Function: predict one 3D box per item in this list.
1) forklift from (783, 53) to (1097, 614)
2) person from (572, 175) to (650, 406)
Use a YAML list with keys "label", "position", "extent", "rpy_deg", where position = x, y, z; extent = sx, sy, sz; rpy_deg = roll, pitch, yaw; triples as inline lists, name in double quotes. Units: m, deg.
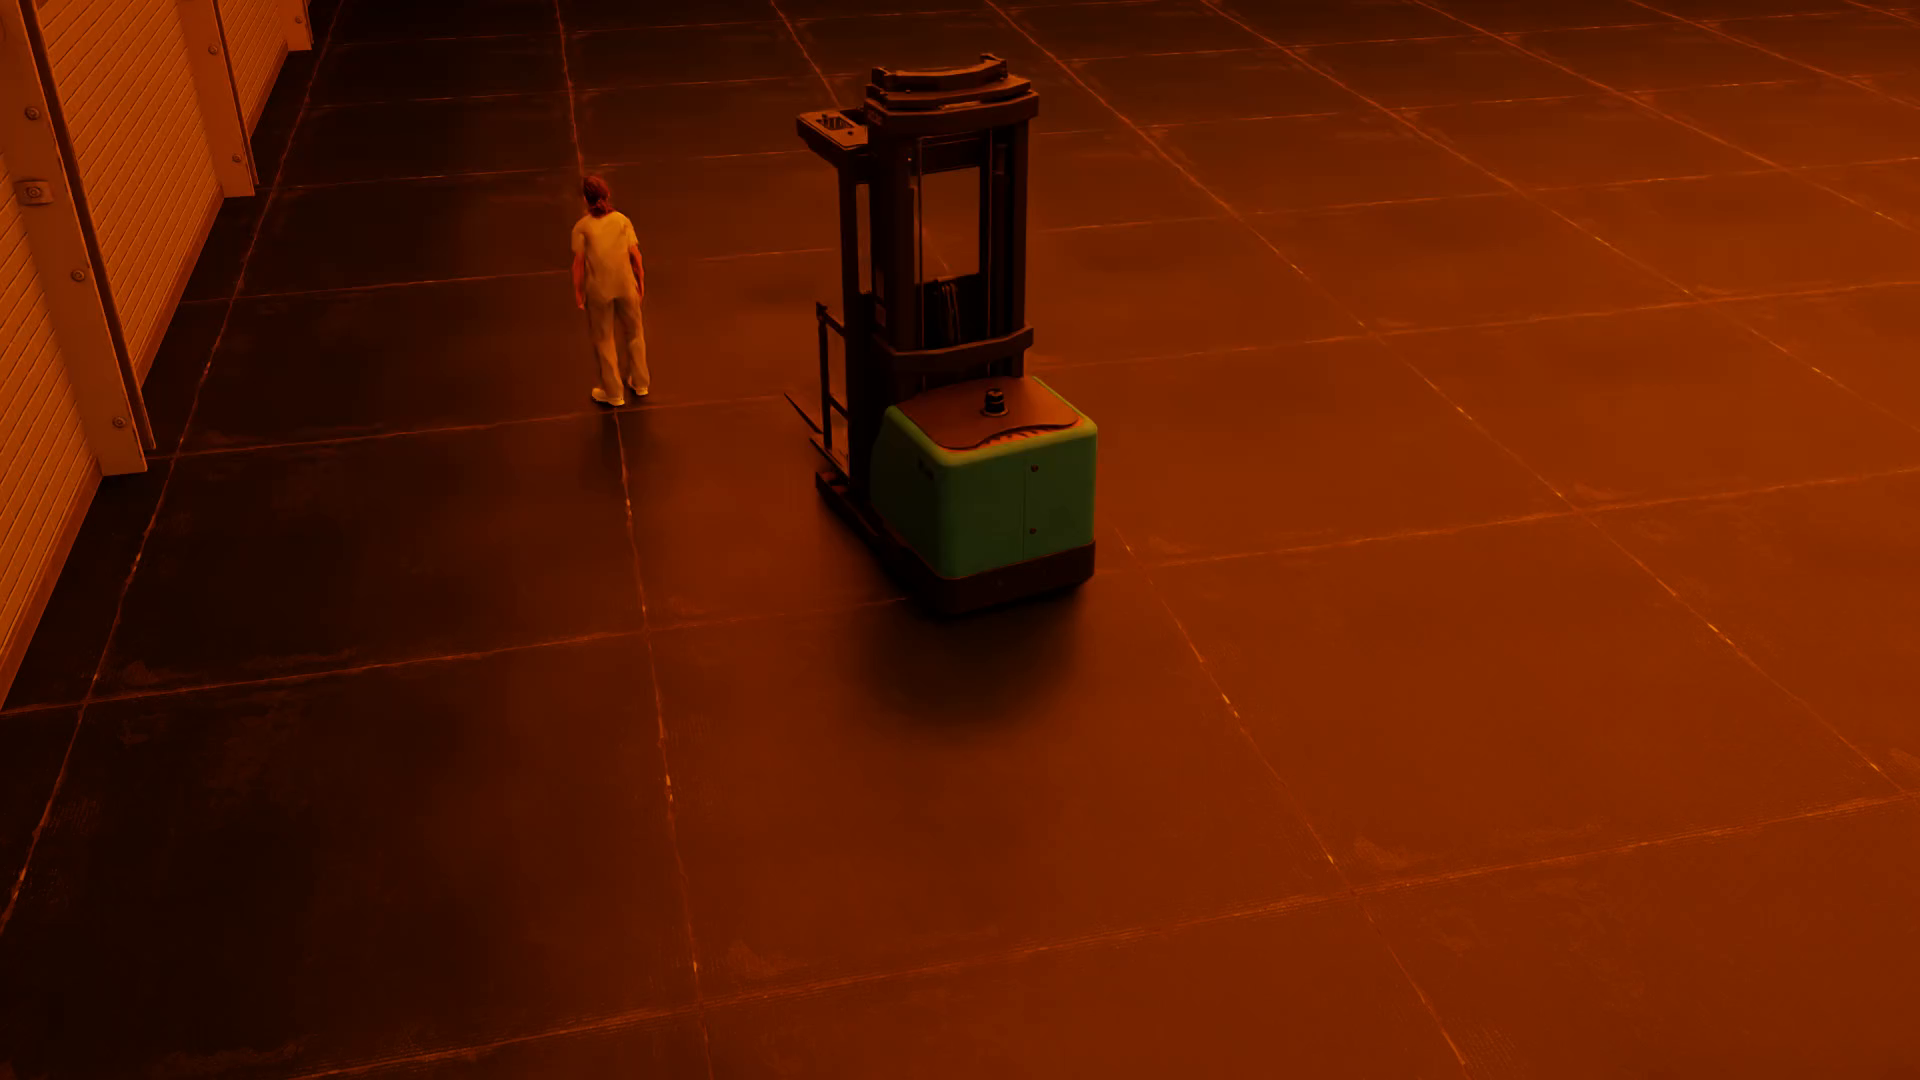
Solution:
- label: "forklift"
  position: [-0.299, -1.553, 10.258]
  extent: [1.130, 2.935, 3.031]
  rpy_deg: [-14, 33, -23]
- label: "person"
  position: [-2.522, -1.801, 11.946]
  extent: [0.495, 1.670, 0.438]
  rpy_deg: [-10, 32, -17]
